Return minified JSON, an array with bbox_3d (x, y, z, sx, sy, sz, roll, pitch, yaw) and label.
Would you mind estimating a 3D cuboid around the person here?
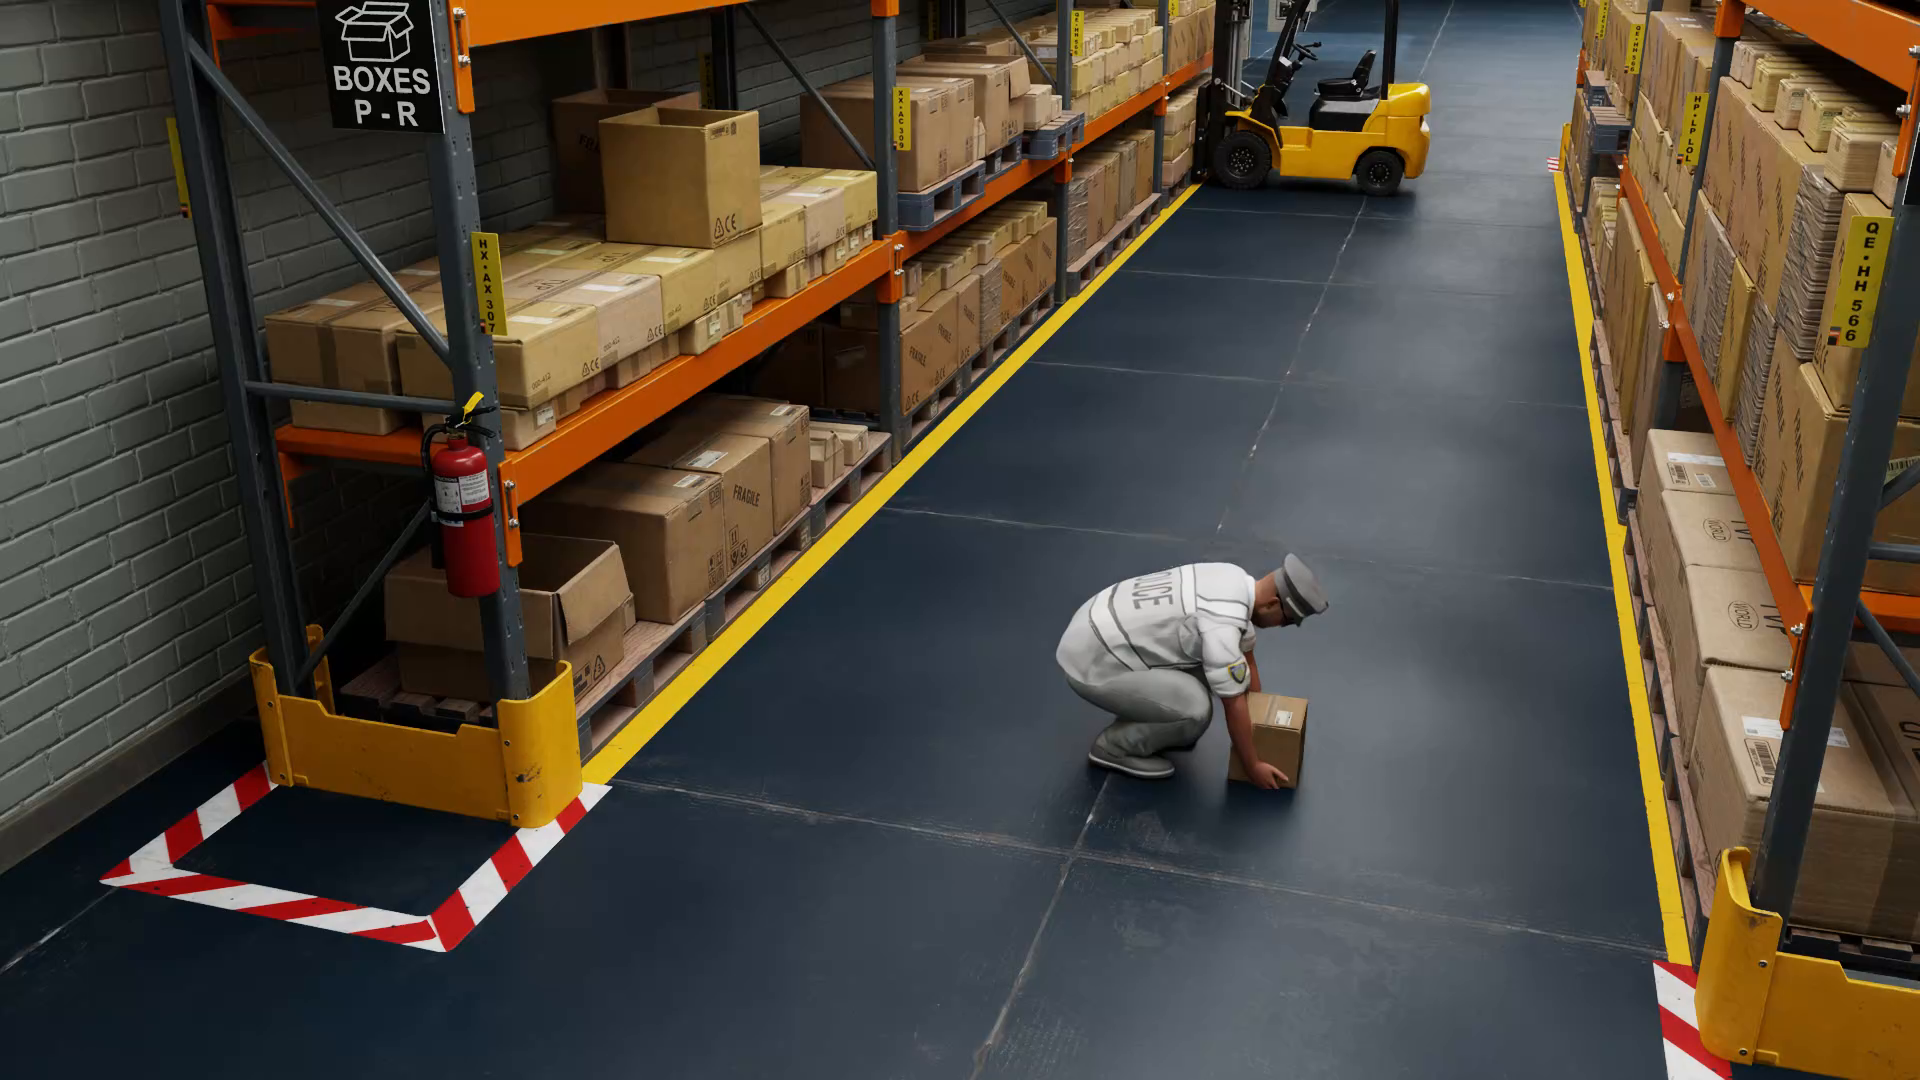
[{"bbox_3d":[0.854,0.467,6.217,0.967,0.899,0.545,6,23,15],"label":"person"}]
